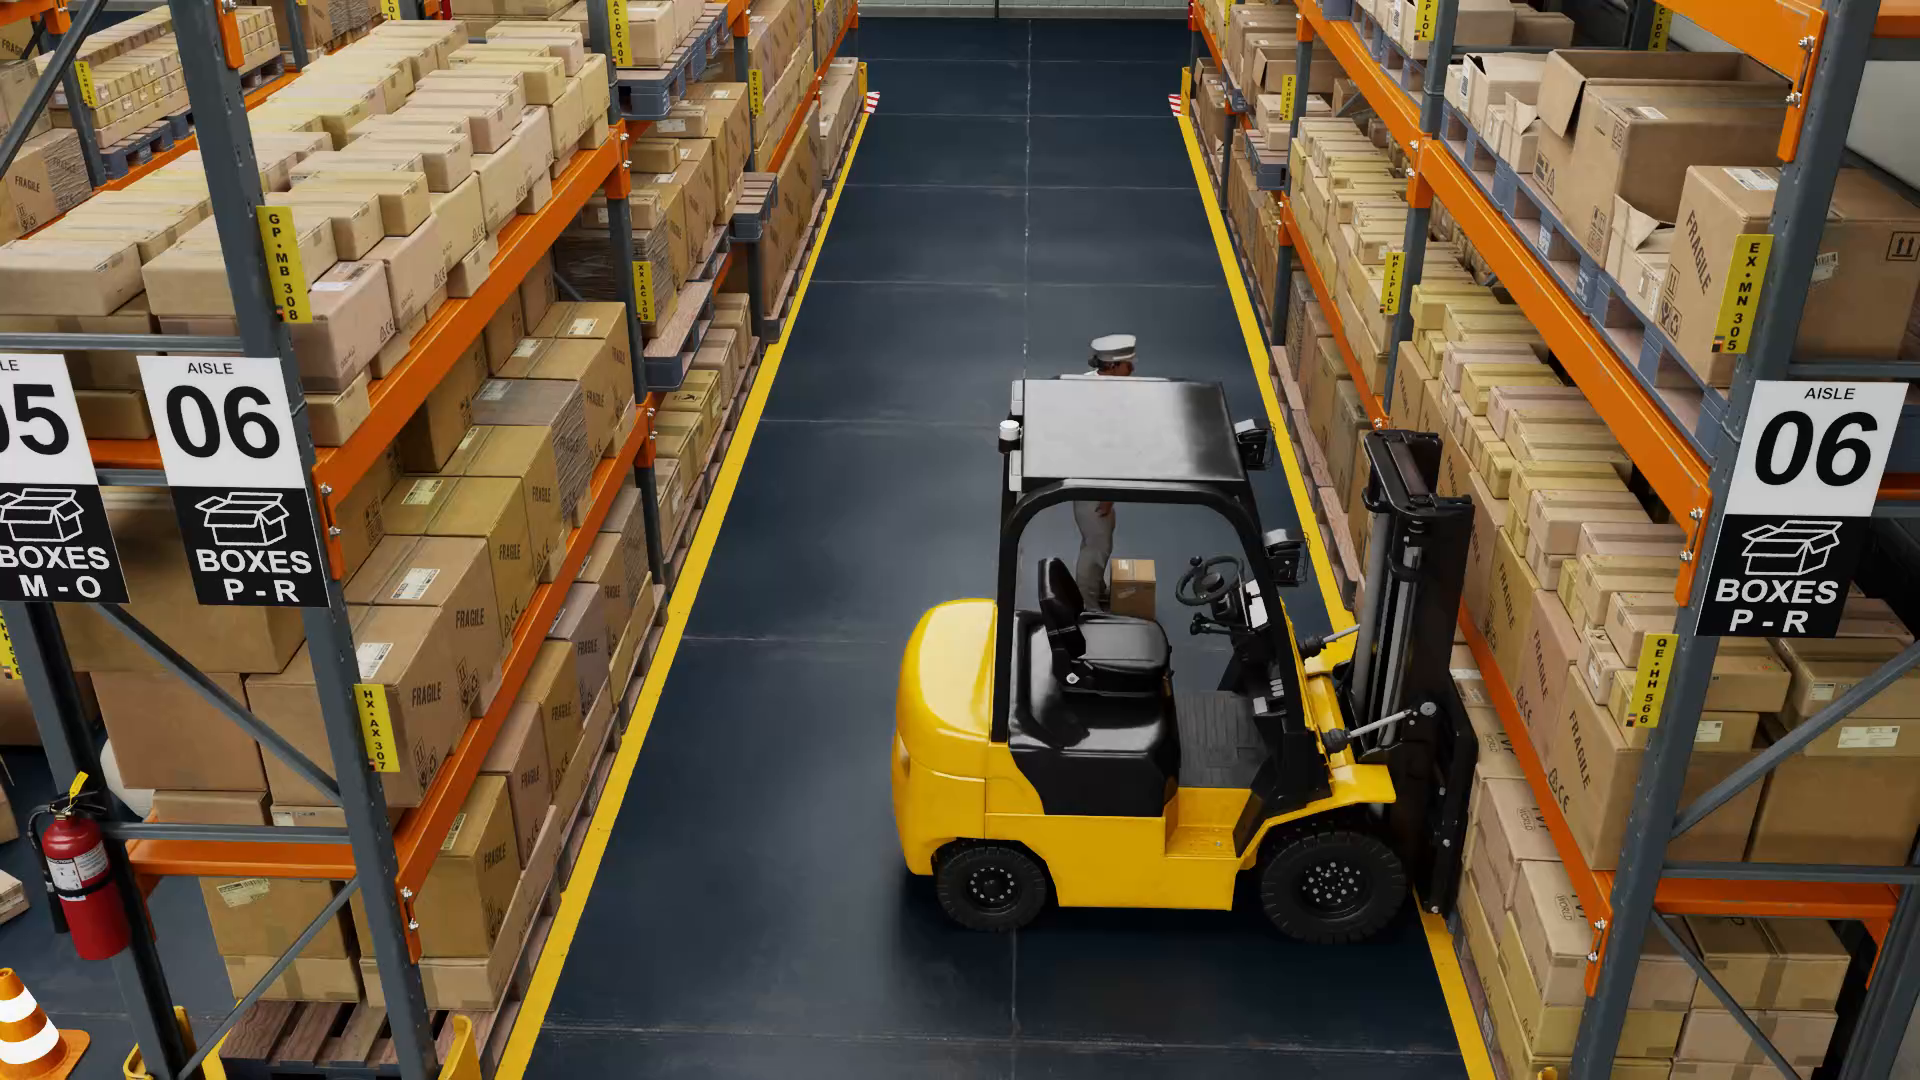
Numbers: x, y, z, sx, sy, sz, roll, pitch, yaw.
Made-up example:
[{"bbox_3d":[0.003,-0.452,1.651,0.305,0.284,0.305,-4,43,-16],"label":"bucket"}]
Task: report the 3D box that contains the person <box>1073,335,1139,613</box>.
[{"bbox_3d":[0.773,-0.338,9.257,0.417,1.658,0.518,0,28,1],"label":"person"}]
